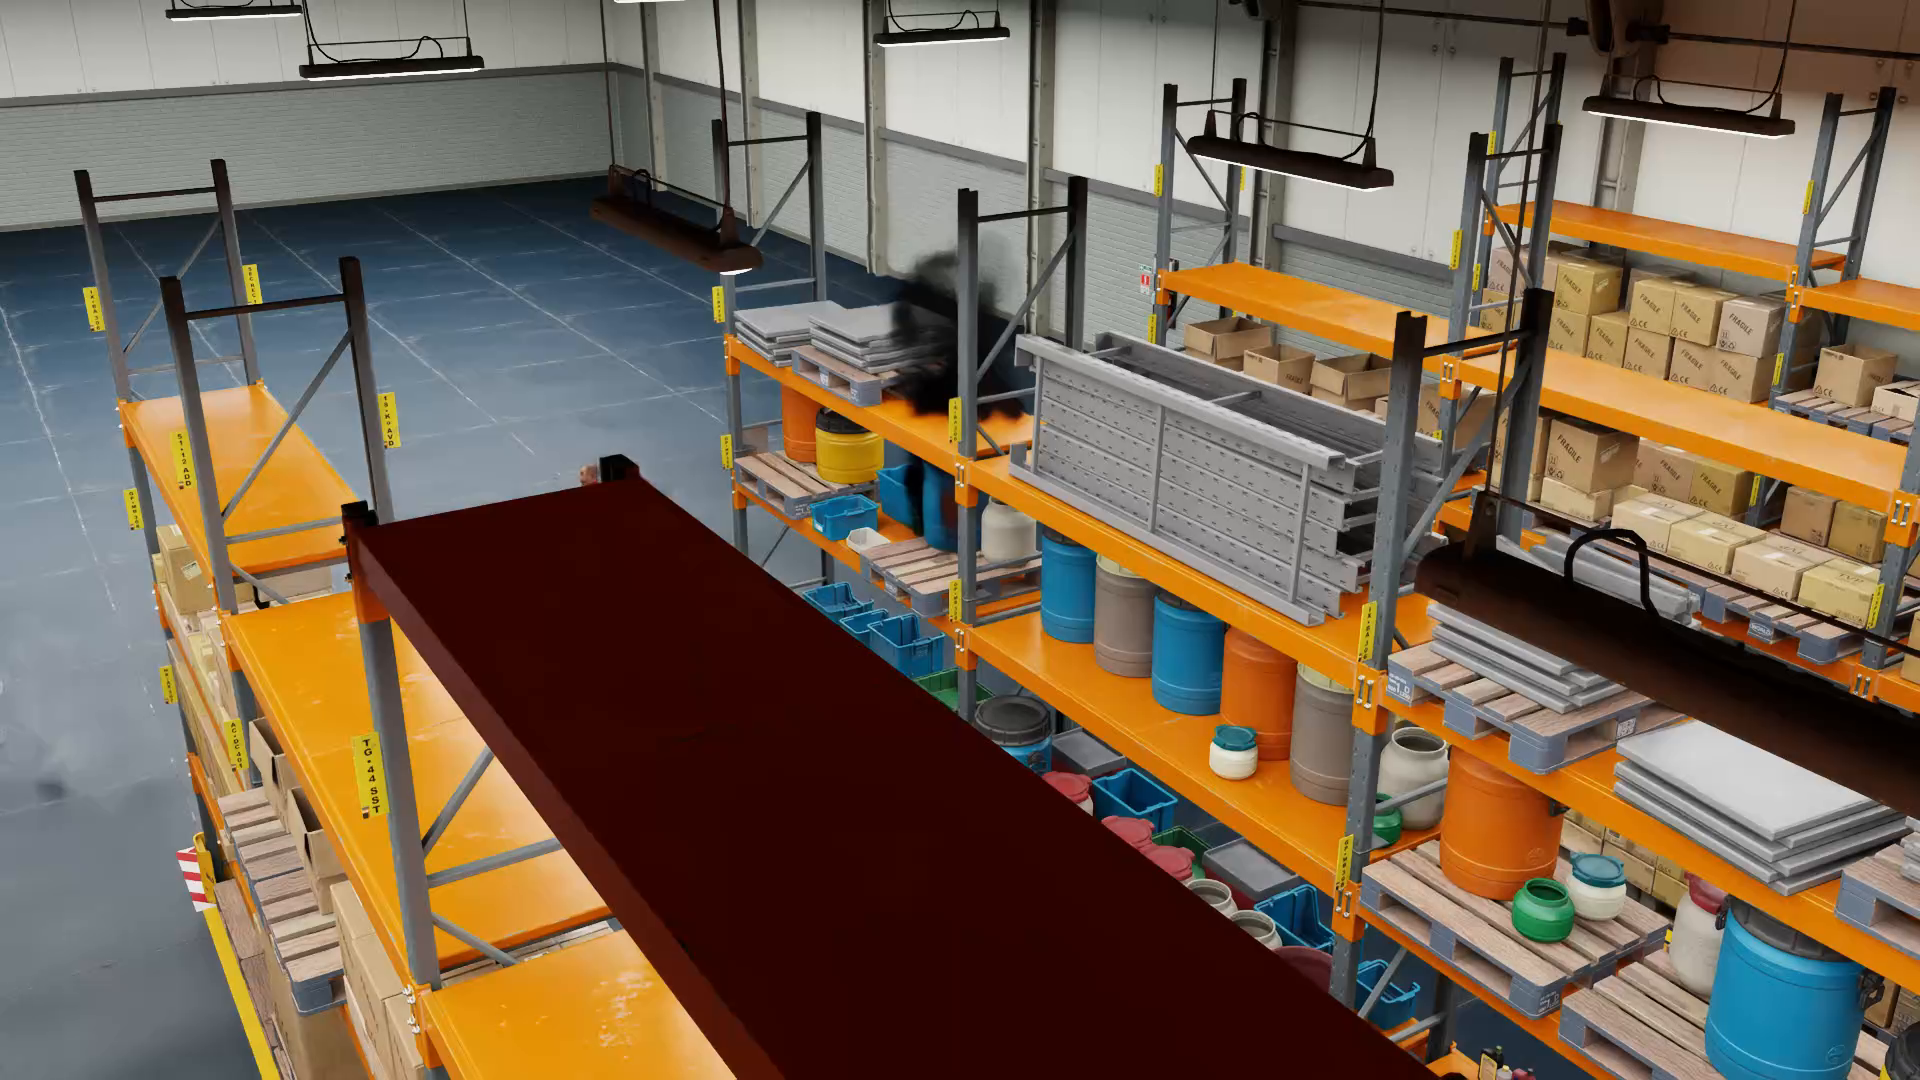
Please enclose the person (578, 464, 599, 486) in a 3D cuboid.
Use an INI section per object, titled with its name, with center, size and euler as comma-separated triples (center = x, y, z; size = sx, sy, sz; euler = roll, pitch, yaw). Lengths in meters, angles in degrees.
[person]
center = -4.280, -0.090, 19.362
size = 0.586, 1.672, 0.661
euler = -3, 22, -7
